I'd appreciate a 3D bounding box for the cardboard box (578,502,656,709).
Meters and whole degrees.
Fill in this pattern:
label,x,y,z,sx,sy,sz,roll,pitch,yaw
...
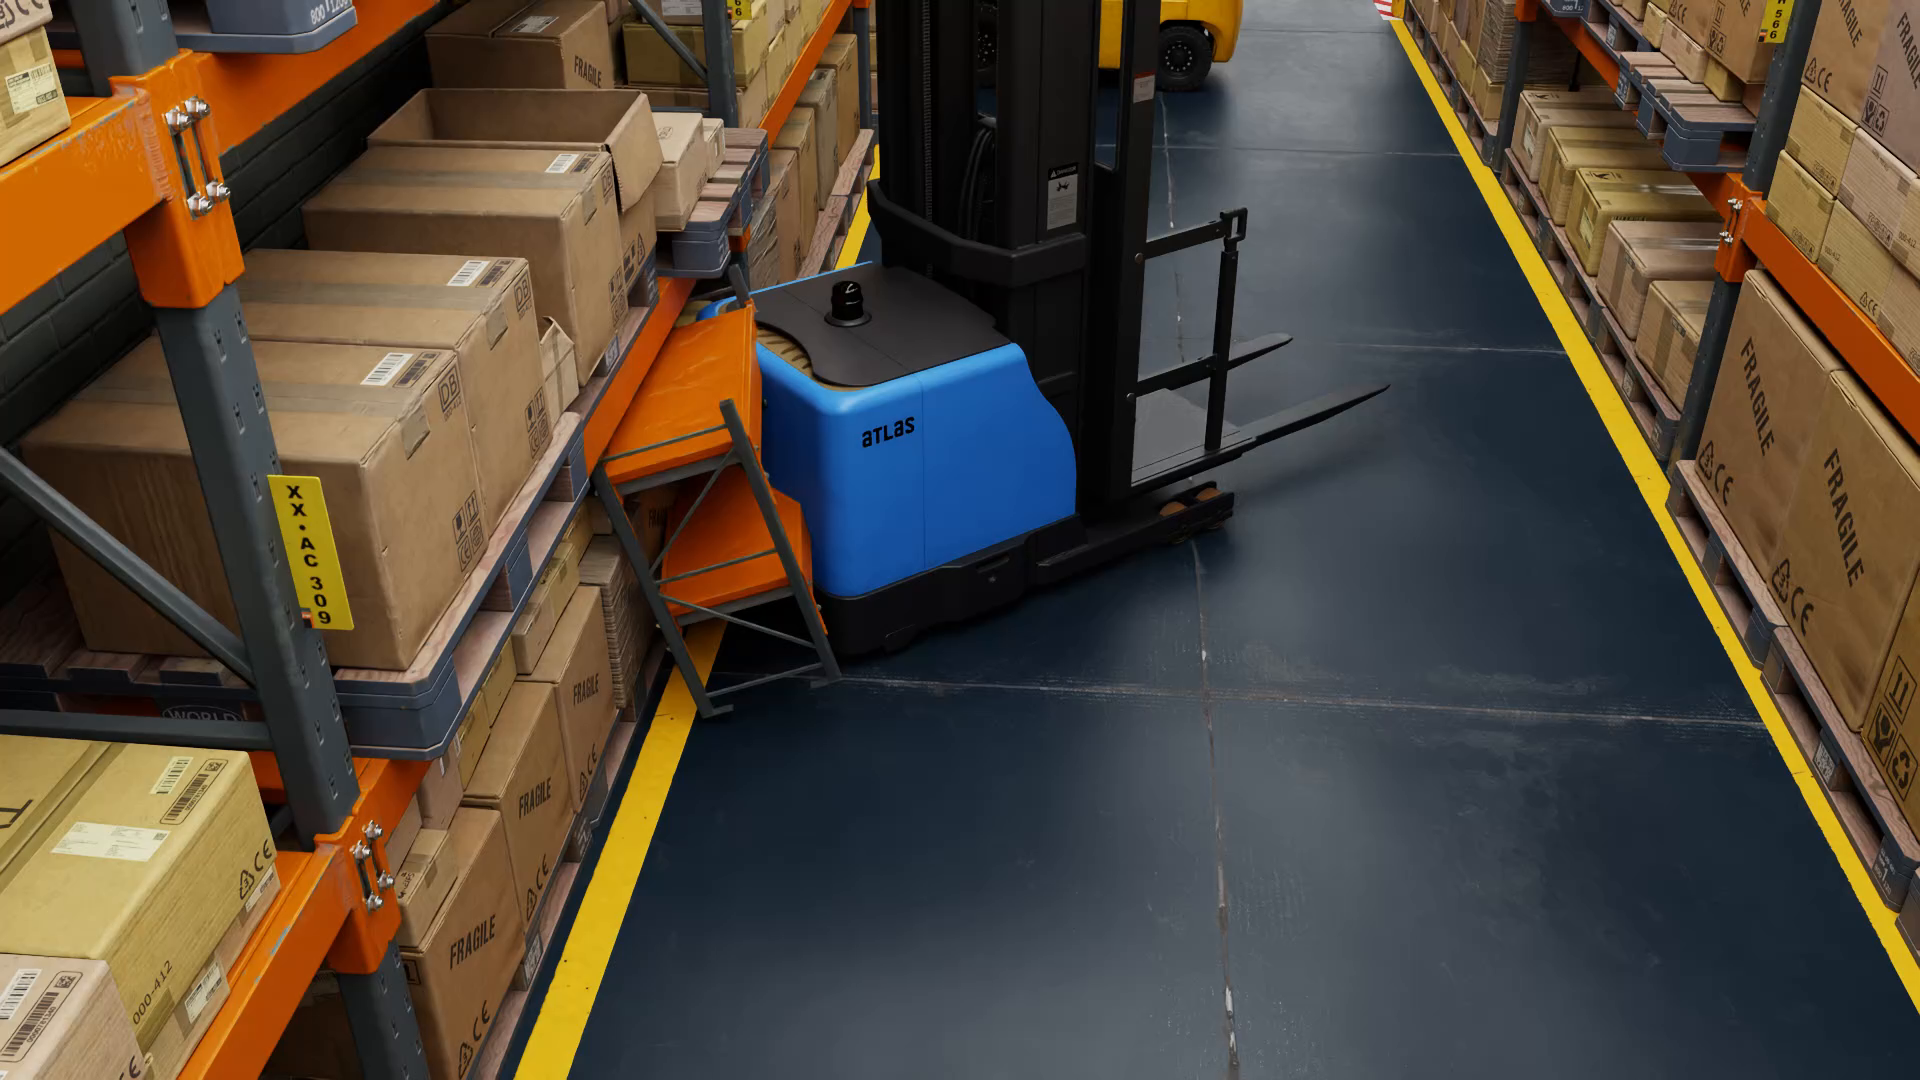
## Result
label,x,y,z,sx,sy,sz,roll,pitch,yaw
cardboard box,-1.332,0.207,5.537,0.500,0.500,0.500,1,32,2

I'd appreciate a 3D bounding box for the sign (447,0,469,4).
label,x,y,z,sx,sy,sz,roll,pitch,yaw
sign,-1.951,-2.231,6.407,0.100,0.325,0.005,2,32,4

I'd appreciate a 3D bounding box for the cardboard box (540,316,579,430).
label,x,y,z,sx,sy,sz,roll,pitch,yaw
cardboard box,-1.227,-0.456,4.358,0.396,0.266,0.258,4,32,6

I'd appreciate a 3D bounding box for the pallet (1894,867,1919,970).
label,x,y,z,sx,sy,sz,roll,pitch,yaw
pallet,3.212,1.366,4.332,1.003,0.211,1.213,2,32,4

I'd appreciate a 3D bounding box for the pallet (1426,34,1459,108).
label,x,y,z,sx,sy,sz,roll,pitch,yaw
pallet,3.992,-3.403,12.070,1.003,0.211,1.213,2,32,4

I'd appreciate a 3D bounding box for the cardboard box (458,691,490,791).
label,x,y,z,sx,sy,sz,roll,pitch,yaw
cardboard box,-1.474,0.526,4.401,0.380,0.149,0.250,1,32,1

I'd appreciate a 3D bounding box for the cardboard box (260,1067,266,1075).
label,x,y,z,sx,sy,sz,roll,pitch,yaw
cardboard box,-1.978,0.992,4.264,0.500,0.500,0.500,2,32,4

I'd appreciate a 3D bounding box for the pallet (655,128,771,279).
label,x,y,z,sx,sy,sz,roll,pitch,yaw
pallet,-1.383,-1.277,6.145,1.213,0.211,1.003,2,32,4

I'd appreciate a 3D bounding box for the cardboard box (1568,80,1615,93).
label,x,y,z,sx,sy,sz,roll,pitch,yaw
cardboard box,4.193,-2.902,10.821,0.500,0.250,0.500,1,32,2

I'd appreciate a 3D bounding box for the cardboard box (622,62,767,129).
label,x,y,z,sx,sy,sz,roll,pitch,yaw
cardboard box,-1.118,-1.874,7.074,0.500,0.250,0.500,3,32,4

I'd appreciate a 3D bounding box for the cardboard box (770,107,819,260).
label,x,y,z,sx,sy,sz,roll,pitch,yaw
cardboard box,-1.233,-1.903,8.842,0.875,0.625,0.625,1,32,2

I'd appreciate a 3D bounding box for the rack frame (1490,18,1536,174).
label,x,y,z,sx,sy,sz,roll,pitch,yaw
rack frame,3.876,-3.597,9.728,1.000,3.000,0.127,2,32,4

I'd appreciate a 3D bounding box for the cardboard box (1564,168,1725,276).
label,x,y,z,sx,sy,sz,roll,pitch,yaw
cardboard box,3.726,-1.643,8.662,0.950,0.372,0.625,3,32,6

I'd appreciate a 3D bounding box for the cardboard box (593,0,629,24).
label,x,y,z,sx,sy,sz,roll,pitch,yaw
cardboard box,-1.573,-2.213,6.769,0.380,0.149,0.250,3,32,6

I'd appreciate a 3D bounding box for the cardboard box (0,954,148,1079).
label,x,y,z,sx,sy,sz,roll,pitch,yaw
cardboard box,-1.547,0.852,2.367,0.500,0.250,0.500,3,32,4

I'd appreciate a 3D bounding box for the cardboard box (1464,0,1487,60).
label,x,y,z,sx,sy,sz,roll,pitch,yaw
cardboard box,3.696,-3.512,11.095,0.500,0.500,0.500,3,32,5

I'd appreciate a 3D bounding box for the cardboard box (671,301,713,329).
label,x,y,z,sx,sy,sz,roll,pitch,yaw
cardboard box,-1.185,-0.837,6.614,0.380,0.149,0.250,1,32,2

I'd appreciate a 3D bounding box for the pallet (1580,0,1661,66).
label,x,y,z,sx,sy,sz,roll,pitch,yaw
pallet,3.671,-2.461,8.067,1.003,0.211,1.213,2,32,4

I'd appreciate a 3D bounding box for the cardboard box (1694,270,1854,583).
label,x,y,z,sx,sy,sz,roll,pitch,yaw
cardboard box,3.411,-0.422,6.201,0.875,0.875,0.875,2,32,4

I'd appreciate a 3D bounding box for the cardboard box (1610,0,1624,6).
label,x,y,z,sx,sy,sz,roll,pitch,yaw
cardboard box,3.382,-2.713,8.133,0.380,0.149,0.250,4,32,6

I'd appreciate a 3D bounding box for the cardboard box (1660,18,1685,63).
label,x,y,z,sx,sy,sz,roll,pitch,yaw
cardboard box,3.296,-2.167,7.247,0.380,0.149,0.250,1,32,2

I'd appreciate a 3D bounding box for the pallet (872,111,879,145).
label,x,y,z,sx,sy,sz,roll,pitch,yaw
pallet,-0.965,-3.034,11.472,1.003,0.211,1.213,2,32,4

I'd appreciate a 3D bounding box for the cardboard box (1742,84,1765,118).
label,x,y,z,sx,sy,sz,roll,pitch,yaw
cardboard box,3.342,-1.759,6.584,0.380,0.149,0.250,4,32,6

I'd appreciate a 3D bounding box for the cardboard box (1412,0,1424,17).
label,x,y,z,sx,sy,sz,roll,pitch,yaw
cardboard box,3.860,-4.287,13.068,0.500,0.250,0.500,2,32,4

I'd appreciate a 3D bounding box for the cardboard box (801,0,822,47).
label,x,y,z,sx,sy,sz,roll,pitch,yaw
cardboard box,-0.993,-2.677,8.378,0.500,0.250,0.500,3,32,6

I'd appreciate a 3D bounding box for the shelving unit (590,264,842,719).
label,x,y,z,sx,sy,sz,roll,pitch,yaw
shelving unit,-0.836,-0.186,5.805,0.538,1.125,1.048,-16,33,4

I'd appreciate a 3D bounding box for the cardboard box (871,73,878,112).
label,x,y,z,sx,sy,sz,roll,pitch,yaw
cardboard box,-0.702,-3.054,11.068,0.500,0.250,0.500,3,32,4

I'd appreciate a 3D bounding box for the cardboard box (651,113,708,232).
label,x,y,z,sx,sy,sz,roll,pitch,yaw
cardboard box,-1.161,-1.265,5.687,0.500,0.250,0.500,1,32,2

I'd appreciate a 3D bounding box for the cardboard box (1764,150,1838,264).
label,x,y,z,sx,sy,sz,roll,pitch,yaw
cardboard box,3.260,-1.197,5.976,0.500,0.250,0.500,2,32,3

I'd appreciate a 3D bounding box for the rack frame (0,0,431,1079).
label,x,y,z,sx,sy,sz,roll,pitch,yaw
rack frame,-1.720,0.376,3.281,0.949,2.616,0.053,2,32,4

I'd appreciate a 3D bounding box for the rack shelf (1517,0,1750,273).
label,x,y,z,sx,sy,sz,roll,pitch,yaw
rack shelf,3.713,-2.245,8.220,1.077,0.370,4.000,2,32,4

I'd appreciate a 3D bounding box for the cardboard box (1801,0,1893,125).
label,x,y,z,sx,sy,sz,roll,pitch,yaw
cardboard box,3.266,-1.726,5.644,0.500,0.500,0.500,1,32,2

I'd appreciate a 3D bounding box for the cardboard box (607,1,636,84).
label,x,y,z,sx,sy,sz,roll,pitch,yaw
cardboard box,-1.638,-2.111,6.984,0.500,0.250,0.500,3,32,5

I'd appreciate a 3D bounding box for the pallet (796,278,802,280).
label,x,y,z,sx,sy,sz,roll,pitch,yaw
pallet,-1.291,-0.957,8.102,1.003,0.211,1.213,2,32,4

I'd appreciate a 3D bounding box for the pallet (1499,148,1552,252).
label,x,y,z,sx,sy,sz,roll,pitch,yaw
pallet,3.814,-2.003,9.799,1.003,0.211,1.213,2,32,4

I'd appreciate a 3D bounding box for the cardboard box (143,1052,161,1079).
label,x,y,z,sx,sy,sz,roll,pitch,yaw
cardboard box,-1.494,0.934,2.614,0.380,0.149,0.250,3,32,5

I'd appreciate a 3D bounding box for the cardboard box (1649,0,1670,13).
label,x,y,z,sx,sy,sz,roll,pitch,yaw
cardboard box,3.381,-2.638,7.392,0.500,0.500,0.500,0,32,1

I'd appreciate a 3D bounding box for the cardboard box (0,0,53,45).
label,x,y,z,sx,sy,sz,roll,pitch,yaw
cardboard box,-1.513,-0.701,2.029,0.500,0.250,0.500,3,32,4

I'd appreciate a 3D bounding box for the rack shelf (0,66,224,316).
label,x,y,z,sx,sy,sz,roll,pitch,yaw
rack shelf,-1.886,0.451,0.986,1.077,0.370,4.000,2,32,4

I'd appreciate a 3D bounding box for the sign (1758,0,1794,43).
label,x,y,z,sx,sy,sz,roll,pitch,yaw
sign,3.009,-1.983,6.081,0.100,0.325,0.005,2,32,4

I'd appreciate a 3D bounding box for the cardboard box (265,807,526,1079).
label,x,y,z,sx,sy,sz,roll,pitch,yaw
cardboard box,-1.459,1.018,4.222,0.500,0.500,0.500,4,32,6

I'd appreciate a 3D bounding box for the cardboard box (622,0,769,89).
label,x,y,z,sx,sy,sz,roll,pitch,yaw
cardboard box,-1.093,-2.085,6.941,0.500,0.250,0.500,2,32,4

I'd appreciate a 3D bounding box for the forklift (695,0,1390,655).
label,x,y,z,sx,sy,sz,roll,pitch,yaw
forklift,0.508,-1.438,6.290,3.031,2.935,1.130,-21,37,-30

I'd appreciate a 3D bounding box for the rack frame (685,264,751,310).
label,x,y,z,sx,sy,sz,roll,pitch,yaw
rack frame,-0.884,-0.461,6.229,0.500,1.125,0.032,-16,33,4

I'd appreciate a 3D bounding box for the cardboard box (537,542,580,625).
label,x,y,z,sx,sy,sz,roll,pitch,yaw
cardboard box,-1.385,0.123,5.055,0.380,0.149,0.250,4,32,6

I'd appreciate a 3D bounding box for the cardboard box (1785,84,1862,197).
label,x,y,z,sx,sy,sz,roll,pitch,yaw
cardboard box,3.263,-1.400,5.830,0.500,0.250,0.500,2,32,4

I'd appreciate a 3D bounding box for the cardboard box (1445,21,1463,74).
label,x,y,z,sx,sy,sz,roll,pitch,yaw
cardboard box,3.736,-3.471,11.743,0.500,0.250,0.500,3,32,5

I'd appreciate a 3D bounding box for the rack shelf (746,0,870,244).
label,x,y,z,sx,sy,sz,roll,pitch,yaw
rack shelf,-1.234,-2.455,8.561,1.077,0.370,4.000,2,32,4
